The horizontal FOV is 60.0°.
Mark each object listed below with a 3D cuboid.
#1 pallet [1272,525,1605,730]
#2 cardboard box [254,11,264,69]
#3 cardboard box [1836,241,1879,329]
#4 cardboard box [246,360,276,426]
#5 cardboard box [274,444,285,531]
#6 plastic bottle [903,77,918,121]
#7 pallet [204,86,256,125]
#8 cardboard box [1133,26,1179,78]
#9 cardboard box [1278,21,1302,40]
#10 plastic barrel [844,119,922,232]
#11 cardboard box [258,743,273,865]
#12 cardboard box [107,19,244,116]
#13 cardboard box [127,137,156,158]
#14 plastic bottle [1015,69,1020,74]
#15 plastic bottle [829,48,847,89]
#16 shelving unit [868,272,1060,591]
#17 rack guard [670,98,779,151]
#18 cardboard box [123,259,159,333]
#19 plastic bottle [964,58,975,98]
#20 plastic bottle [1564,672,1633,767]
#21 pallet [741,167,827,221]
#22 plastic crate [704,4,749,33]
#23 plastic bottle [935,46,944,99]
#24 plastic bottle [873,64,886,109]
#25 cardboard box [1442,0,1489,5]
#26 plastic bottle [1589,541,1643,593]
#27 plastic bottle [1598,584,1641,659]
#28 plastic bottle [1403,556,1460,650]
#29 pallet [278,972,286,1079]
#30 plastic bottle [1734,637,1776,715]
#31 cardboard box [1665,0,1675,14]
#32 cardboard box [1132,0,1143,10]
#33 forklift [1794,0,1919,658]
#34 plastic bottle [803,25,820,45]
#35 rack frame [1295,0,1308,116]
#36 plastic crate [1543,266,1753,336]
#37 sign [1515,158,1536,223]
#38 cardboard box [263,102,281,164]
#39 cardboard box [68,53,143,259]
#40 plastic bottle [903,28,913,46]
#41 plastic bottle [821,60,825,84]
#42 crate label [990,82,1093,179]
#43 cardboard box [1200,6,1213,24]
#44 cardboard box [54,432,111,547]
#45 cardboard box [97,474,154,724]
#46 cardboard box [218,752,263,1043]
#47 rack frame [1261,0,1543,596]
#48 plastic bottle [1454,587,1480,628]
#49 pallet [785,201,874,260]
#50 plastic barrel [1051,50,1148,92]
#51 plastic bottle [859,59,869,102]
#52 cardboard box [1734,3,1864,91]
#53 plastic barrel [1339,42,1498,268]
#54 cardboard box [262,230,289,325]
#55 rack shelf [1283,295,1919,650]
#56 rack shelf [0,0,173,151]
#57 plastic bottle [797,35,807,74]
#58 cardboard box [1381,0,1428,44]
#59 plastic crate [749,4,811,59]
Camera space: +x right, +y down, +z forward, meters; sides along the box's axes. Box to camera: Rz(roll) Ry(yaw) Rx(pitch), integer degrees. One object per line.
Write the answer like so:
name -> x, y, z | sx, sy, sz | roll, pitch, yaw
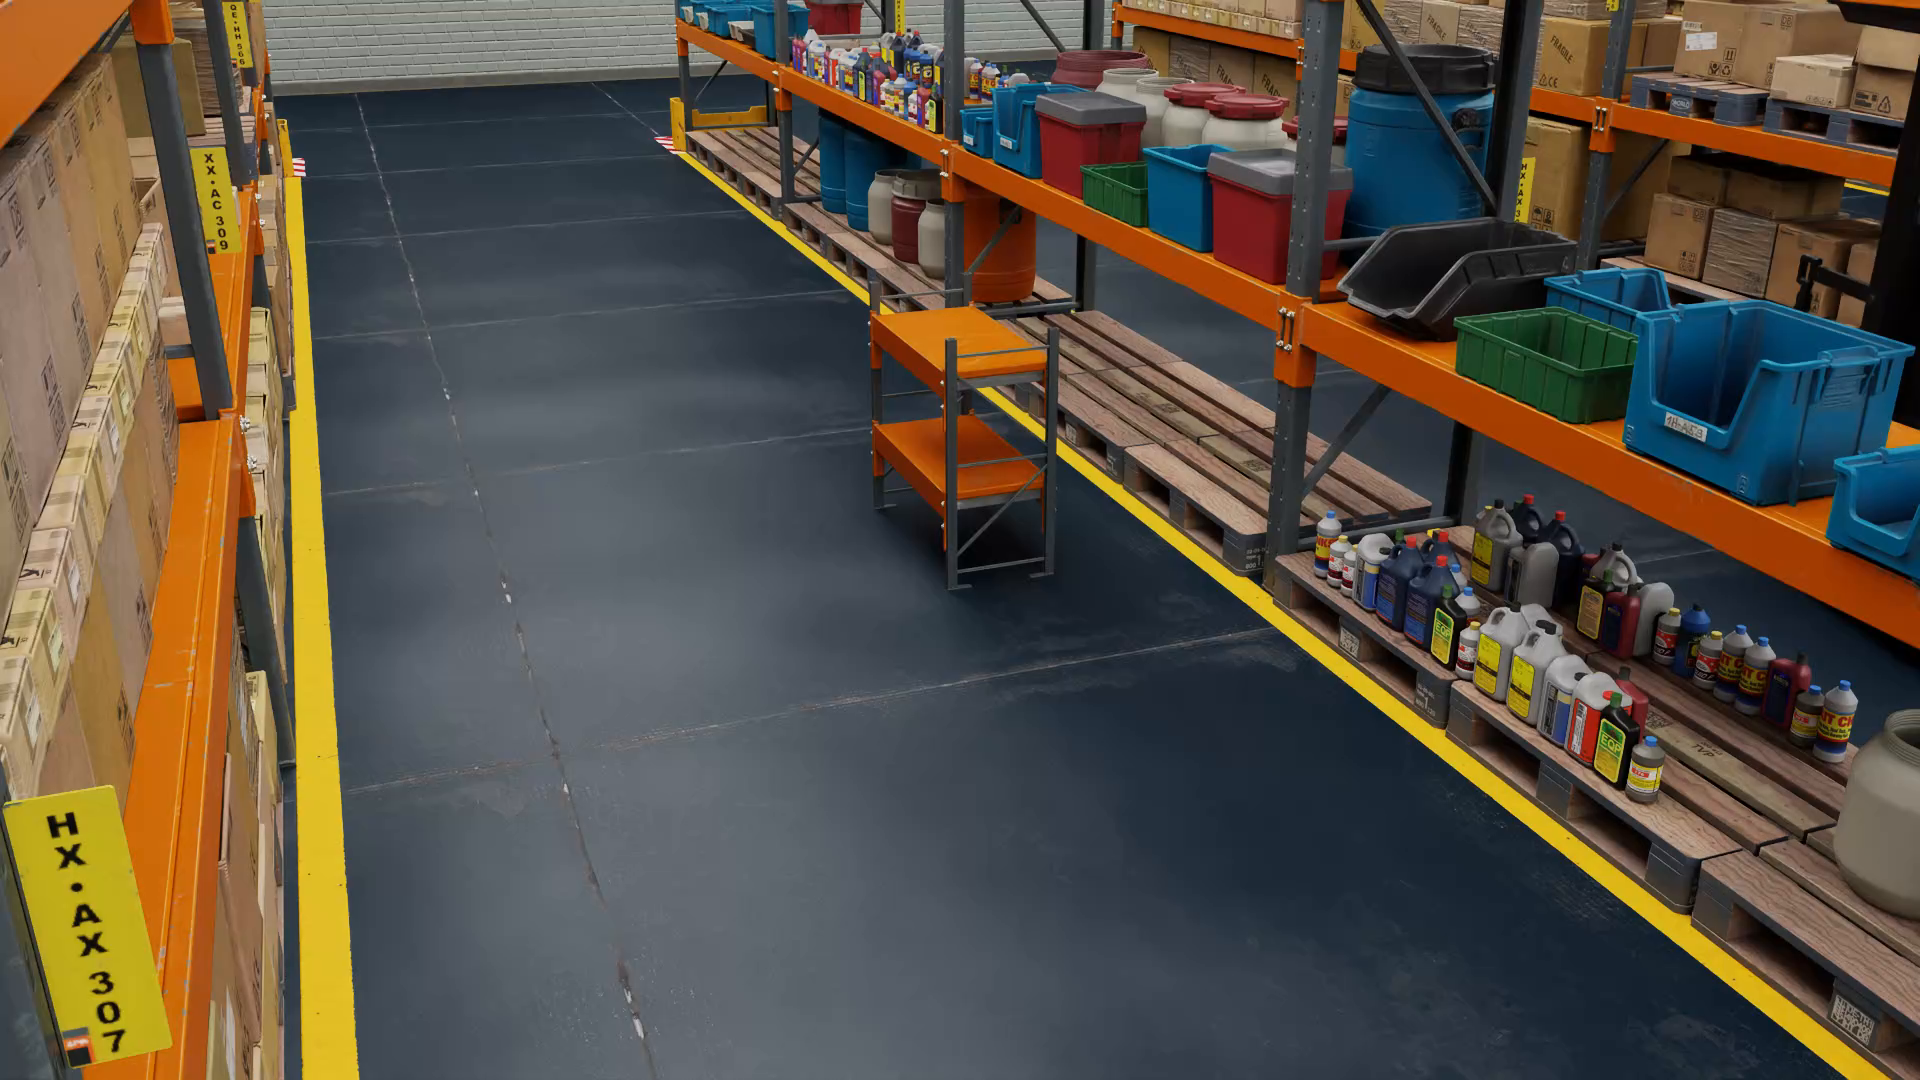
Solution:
pallet -> 2.003, 0.315, 6.730 | 1.003, 0.211, 1.213 | -8, 24, -19
cardboard box -> -5.766, -3.902, 13.017 | 0.500, 0.500, 0.500 | -8, 24, -18
cardboard box -> 5.893, -1.555, 10.229 | 0.700, 0.500, 0.500 | -11, 25, -24
cardboard box -> -3.463, -0.651, 7.710 | 0.500, 0.311, 0.500 | -9, 24, -19
cardboard box -> -3.285, -0.207, 7.378 | 0.500, 0.250, 0.500 | -8, 24, -18
plastic bottle -> -0.324, -2.901, 10.936 | 0.097, 0.271, 0.097 | 0, 23, 0
pallet -> -4.935, -2.612, 10.332 | 1.003, 0.211, 1.213 | -8, 24, -19
cardboard box -> 2.500, -5.252, 18.544 | 0.875, 0.875, 0.875 | -8, 24, -19
cardboard box -> 3.198, -4.756, 15.495 | 0.380, 0.149, 0.250 | -8, 24, -19
plastic barrel -> -0.595, -2.895, 12.919 | 0.600, 0.901, 0.708 | -8, 24, -19
cardboard box -> -2.295, 0.854, 4.861 | 0.500, 0.250, 0.500 | -8, 24, -19
cardboard box -> -4.716, -2.806, 9.876 | 0.700, 0.500, 0.500 | -4, 23, -9
cardboard box -> -3.636, -1.433, 7.159 | 0.500, 0.500, 0.500 | -10, 25, -22
plastic bottle -> 0.373, -3.044, 11.259 | 0.061, 0.283, 0.133 | -8, 24, -19
plastic bottle -> -0.887, -3.512, 12.380 | 0.152, 0.276, 0.135 | -8, 24, -19
shelving unit -> -0.002, -0.521, 7.537 | 0.538, 1.125, 1.048 | -8, 24, -19
rack guard -> -2.455, -4.435, 17.628 | 1.175, 0.500, 0.348 | -8, 24, -19
cardboard box -> -2.354, -0.632, 4.423 | 0.380, 0.149, 0.250 | -9, 25, -21
plastic bottle -> 0.051, -3.321, 11.927 | 0.152, 0.276, 0.135 | -8, 24, -19
plastic bottle -> 2.096, 0.584, 5.443 | 0.152, 0.276, 0.135 | -8, 24, -19
pallet -> -1.317, -3.103, 14.840 | 1.003, 0.211, 1.213 | -8, 24, -19
plastic crate -> -2.190, -4.917, 15.692 | 0.416, 0.233, 0.300 | -8, 24, -19
plastic bottle -> -0.096, -3.344, 11.886 | 0.144, 0.351, 0.185 | -8, 24, -19
plastic bottle -> -0.554, -3.123, 11.447 | 0.061, 0.283, 0.133 | -8, 24, -19
cardboard box -> 4.311, -4.608, 13.402 | 0.797, 0.503, 0.637 | -8, 24, -17
plastic bottle -> 2.484, 0.180, 6.305 | 0.144, 0.351, 0.185 | -8, 24, -19
plastic bottle -> 2.438, 0.286, 6.141 | 0.061, 0.283, 0.133 | -8, 24, -19
plastic bottle -> 1.768, 0.217, 6.216 | 0.144, 0.351, 0.185 | -9, 25, -21
pallet -> -2.154, 1.483, 3.961 | 1.003, 0.211, 1.213 | -8, 24, -19
plastic bottle -> 2.748, 0.462, 5.737 | 0.097, 0.271, 0.097 | 0, 23, 0
cardboard box -> 7.710, -5.692, 17.717 | 0.380, 0.149, 0.250 | -9, 24, -20
cardboard box -> 2.108, -5.876, 18.153 | 0.380, 0.149, 0.250 | -9, 24, -20
forklift -> 4.180, -1.234, 6.904 | 1.130, 2.935, 3.031 | -3, 23, -6
plastic bottle -> -1.186, -3.916, 13.243 | 0.144, 0.351, 0.185 | -8, 24, -19
rack frame -> 3.612, -4.806, 15.290 | 1.000, 3.000, 0.127 | -8, 24, -19
plastic crate -> 2.450, -0.786, 5.944 | 0.499, 0.251, 0.616 | -8, 24, -19
sign -> 2.323, -1.418, 6.897 | 0.100, 0.325, 0.005 | -8, 24, -19
cardboard box -> -6.647, -3.788, 15.528 | 0.500, 0.500, 0.500 | -8, 24, -19
cardboard box -> -2.668, -1.025, 4.520 | 0.700, 0.500, 0.500 | -8, 24, -19
plastic bottle -> -0.391, -3.814, 13.001 | 0.144, 0.351, 0.185 | -8, 24, -19
plastic bottle -> -1.001, -3.565, 12.601 | 0.097, 0.201, 0.097 | 0, 23, 0
crate label -> 0.490, -2.291, 9.278 | 0.502, 0.435, 0.616 | -8, 24, -19
cardboard box -> 2.655, -5.315, 16.822 | 0.380, 0.149, 0.250 | -8, 24, -18
cardboard box -> -1.812, -0.072, 3.096 | 0.380, 0.149, 0.250 | -9, 24, -20
cardboard box -> -2.120, 0.133, 3.444 | 0.700, 0.500, 0.500 | -8, 24, -17
cardboard box -> -1.926, 0.870, 3.859 | 0.500, 0.500, 0.500 | -8, 24, -19
rack frame -> 1.805, -1.219, 6.781 | 1.000, 3.000, 0.127 | -8, 24, -19
plastic bottle -> 1.855, 0.302, 6.117 | 0.097, 0.271, 0.097 | 0, 23, 0
pallet -> -0.788, -2.555, 13.540 | 1.003, 0.211, 1.213 | -8, 24, -19
plastic barrel -> 0.839, -2.608, 9.901 | 0.600, 0.536, 0.708 | -8, 24, -19
plastic bottle -> -0.667, -3.238, 11.721 | 0.061, 0.283, 0.133 | -8, 24, -19
cardboard box -> 5.544, -3.212, 10.839 | 0.700, 0.500, 0.500 | -5, 23, -11
plastic barrel -> 1.952, -1.632, 7.115 | 0.600, 0.901, 0.708 | -8, 24, -19
cardboard box -> -4.500, -1.622, 10.389 | 0.500, 0.500, 0.500 | -9, 24, -20
rack shelf -> 2.511, -0.161, 5.197 | 1.077, 0.370, 4.000 | -8, 24, -19
rack shelf -> -2.124, -0.865, 3.005 | 1.077, 0.370, 4.000 | -8, 24, -19
plastic bottle -> -1.244, -3.832, 13.130 | 0.061, 0.283, 0.133 | -8, 24, -19
cardboard box -> 3.896, -4.286, 13.928 | 0.500, 0.500, 0.500 | -9, 24, -20
plastic crate -> -1.505, -4.269, 13.961 | 0.392, 0.384, 0.575 | -8, 24, -19
